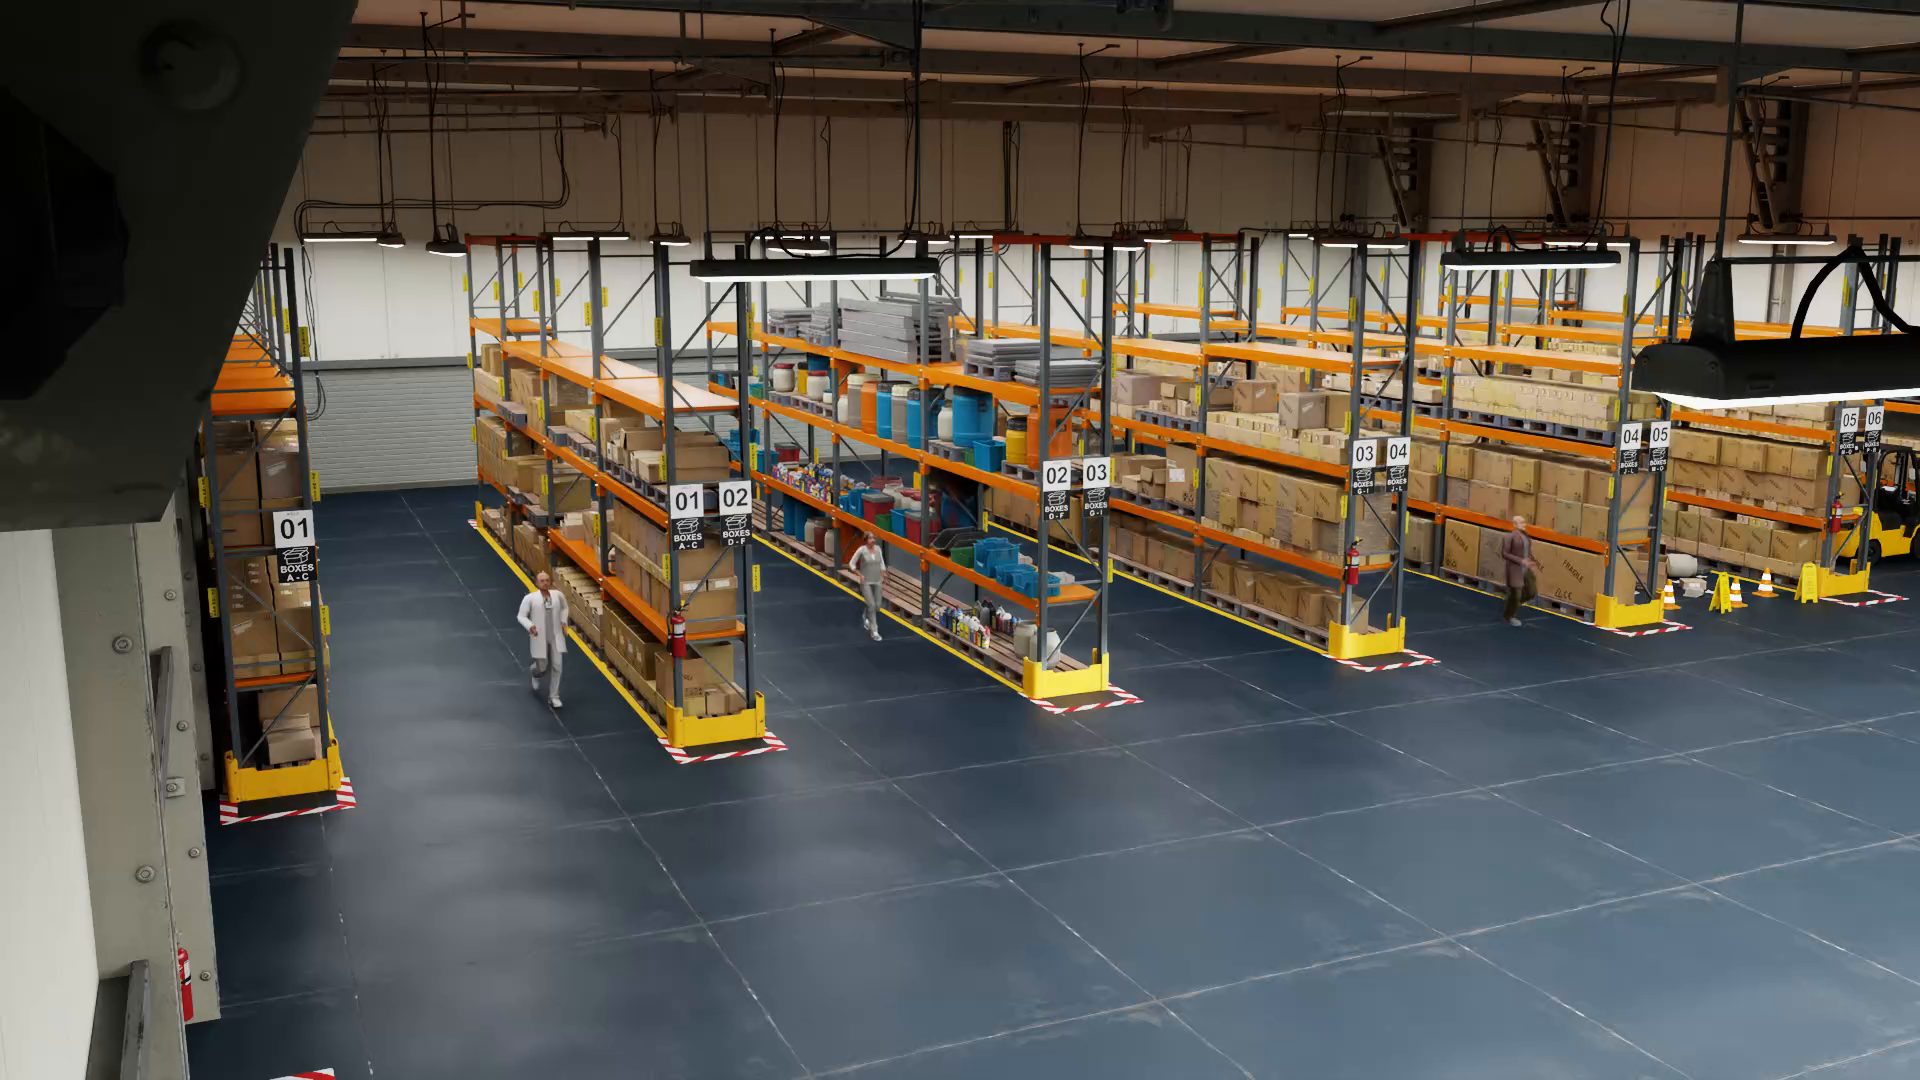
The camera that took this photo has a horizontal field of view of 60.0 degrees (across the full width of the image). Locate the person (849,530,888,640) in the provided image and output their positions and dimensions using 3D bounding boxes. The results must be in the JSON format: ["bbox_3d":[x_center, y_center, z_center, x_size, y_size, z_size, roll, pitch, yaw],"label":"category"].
[{"bbox_3d":[-1.323,0.641,24.233,0.541,1.586,0.595,-6,12,-28],"label":"person"}]

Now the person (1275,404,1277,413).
[{"bbox_3d":[8.446,-2.895,43.898,0.798,1.594,0.547,2,11,9],"label":"person"}]

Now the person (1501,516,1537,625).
[{"bbox_3d":[8.779,0.584,26.112,0.702,1.532,0.628,-7,13,-32],"label":"person"}]

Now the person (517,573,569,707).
[{"bbox_3d":[-5.440,1.292,21.906,0.711,1.722,0.884,-6,12,-28],"label":"person"}]
